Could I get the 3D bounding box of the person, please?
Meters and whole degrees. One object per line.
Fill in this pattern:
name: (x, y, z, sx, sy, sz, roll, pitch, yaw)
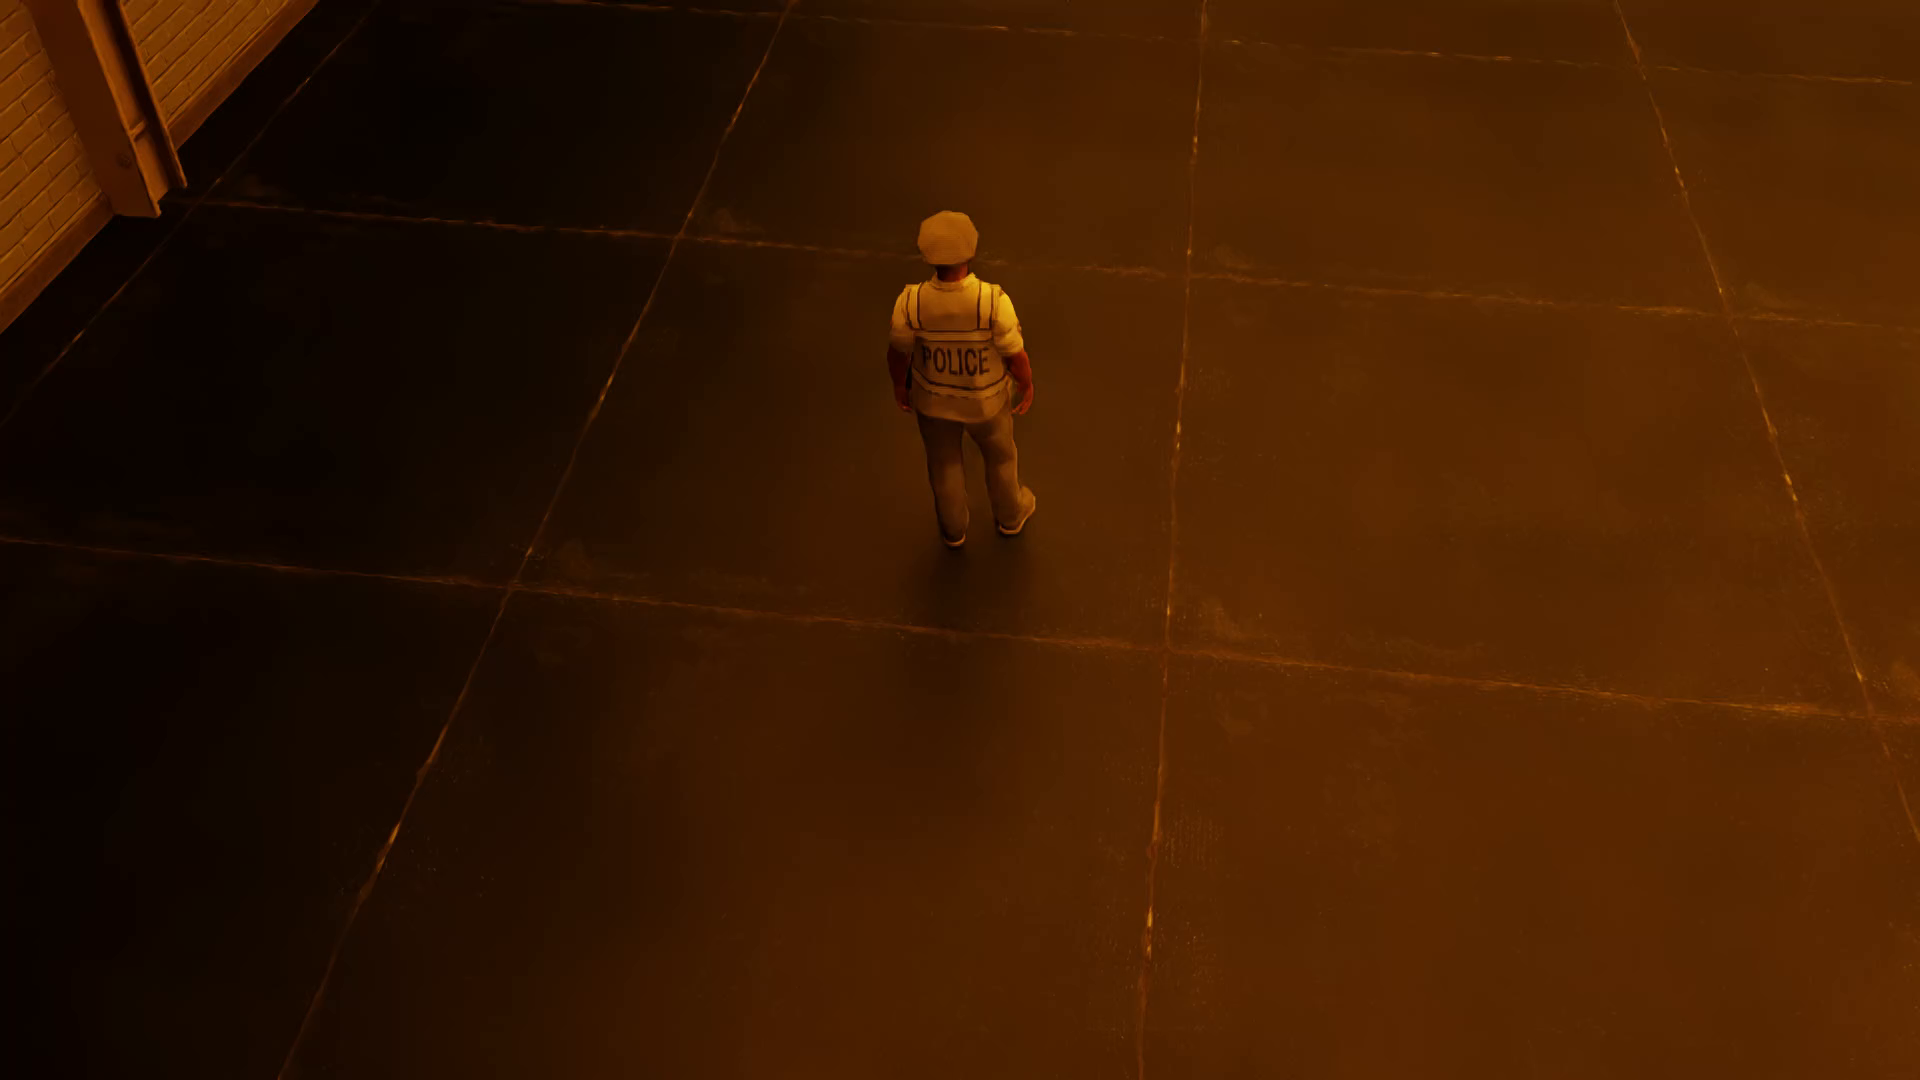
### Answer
person: (0.022, -0.713, 7.338, 0.640, 1.781, 0.574, 5, 43, 6)
